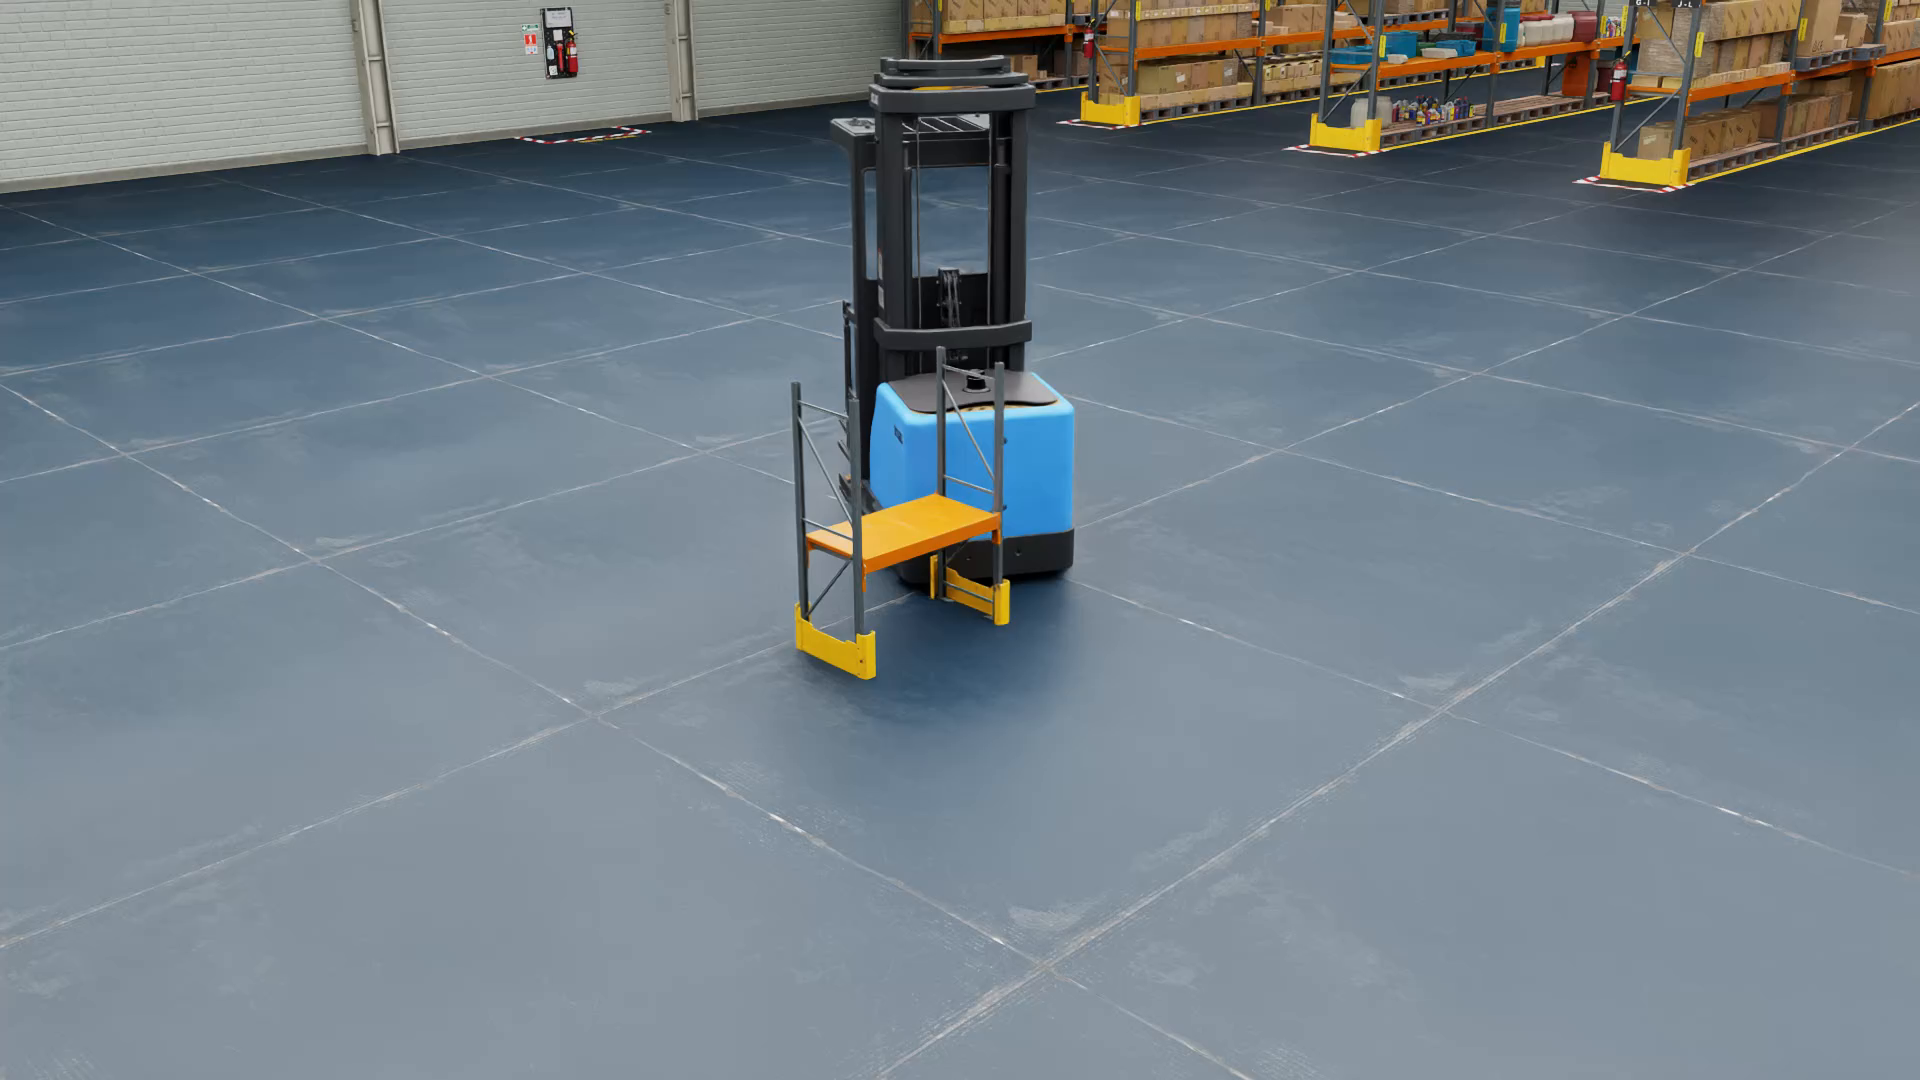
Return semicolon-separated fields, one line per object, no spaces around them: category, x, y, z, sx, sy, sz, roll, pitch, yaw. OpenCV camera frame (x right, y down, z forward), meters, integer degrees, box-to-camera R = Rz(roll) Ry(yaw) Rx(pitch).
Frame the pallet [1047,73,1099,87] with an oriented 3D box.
pallet;2.548;-10.253;36.955;1.003;0.211;1.213;19;28;41

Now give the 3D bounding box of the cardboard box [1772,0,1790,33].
cardboard box;12.189;-7.973;25.190;0.500;0.500;0.500;19;28;41

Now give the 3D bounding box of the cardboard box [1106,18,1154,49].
cardboard box;3.369;-9.428;30.576;1.326;0.649;0.781;-19;28;-40

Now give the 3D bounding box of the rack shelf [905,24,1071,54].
rack shelf;0.611;-10.504;34.724;1.077;0.370;4.000;19;28;41

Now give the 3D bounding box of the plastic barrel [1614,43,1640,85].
plastic barrel;13.800;-9.829;34.307;0.600;0.901;0.708;19;28;41

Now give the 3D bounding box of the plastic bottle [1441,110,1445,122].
plastic bottle;8.324;-7.325;28.739;0.097;0.201;0.097;0;21;0

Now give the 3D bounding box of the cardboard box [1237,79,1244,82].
cardboard box;5.640;-9.206;33.594;0.500;0.250;0.500;19;28;40

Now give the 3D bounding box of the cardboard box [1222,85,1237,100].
cardboard box;5.035;-8.727;32.347;0.500;0.250;0.500;19;28;41

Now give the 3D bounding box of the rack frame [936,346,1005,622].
rack frame;0.053;-0.301;9.267;0.032;1.500;0.500;-19;28;-40

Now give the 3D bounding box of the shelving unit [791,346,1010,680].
shelving unit;-0.307;-0.177;8.944;1.083;1.500;0.587;-19;28;-40

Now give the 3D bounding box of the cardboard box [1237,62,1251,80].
cardboard box;5.635;-9.465;33.484;0.500;0.311;0.500;19;28;41

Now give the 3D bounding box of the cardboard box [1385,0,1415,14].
cardboard box;9.482;-11.763;36.273;0.500;0.500;0.700;-14;25;-32

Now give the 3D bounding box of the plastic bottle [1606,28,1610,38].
plastic bottle;12.597;-9.888;32.396;0.097;0.201;0.097;0;21;0

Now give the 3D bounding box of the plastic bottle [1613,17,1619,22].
plastic bottle;13.444;-10.611;34.173;0.152;0.276;0.135;19;28;41

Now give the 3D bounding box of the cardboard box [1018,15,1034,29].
cardboard box;1.200;-10.836;34.768;0.500;0.250;0.500;19;28;40

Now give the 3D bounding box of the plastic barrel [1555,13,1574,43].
plastic barrel;11.330;-9.637;31.310;0.421;0.512;0.421;0;21;0

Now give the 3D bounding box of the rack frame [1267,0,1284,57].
rack frame;7.587;-13.410;41.283;1.000;3.000;0.127;19;28;41

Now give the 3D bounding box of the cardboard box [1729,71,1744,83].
cardboard box;11.348;-6.864;24.602;0.380;0.149;0.250;19;28;41

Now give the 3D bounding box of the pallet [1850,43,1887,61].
pallet;15.023;-8.363;28.420;1.213;0.211;1.003;19;28;41

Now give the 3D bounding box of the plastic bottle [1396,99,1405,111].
plastic bottle;7.686;-7.534;29.073;0.185;0.351;0.144;-19;28;-40

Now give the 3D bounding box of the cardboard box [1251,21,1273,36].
cardboard box;5.870;-10.182;33.094;0.500;0.250;0.500;-18;27;-39

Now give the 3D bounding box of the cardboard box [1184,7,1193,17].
cardboard box;4.093;-9.815;30.885;0.380;0.149;0.250;19;28;40

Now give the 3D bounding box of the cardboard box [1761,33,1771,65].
cardboard box;11.921;-7.600;25.613;0.875;0.500;0.500;19;28;41

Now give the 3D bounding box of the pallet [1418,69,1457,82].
pallet;10.599;-10.651;37.991;1.003;0.211;1.213;19;28;41

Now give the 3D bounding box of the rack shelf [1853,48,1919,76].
rack shelf;16.839;-8.841;30.398;1.077;0.370;4.000;19;28;41

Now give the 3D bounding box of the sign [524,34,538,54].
sign;-7.312;-8.454;28.339;0.001;0.329;0.234;19;28;41

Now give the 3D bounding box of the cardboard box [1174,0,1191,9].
cardboard box;3.853;-10.136;30.816;0.700;0.500;0.500;19;28;41

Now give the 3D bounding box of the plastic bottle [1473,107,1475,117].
plastic bottle;9.075;-7.602;29.459;0.097;0.201;0.097;0;21;0

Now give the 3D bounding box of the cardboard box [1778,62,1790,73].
cardboard box;12.714;-7.388;25.966;0.380;0.149;0.250;19;28;41

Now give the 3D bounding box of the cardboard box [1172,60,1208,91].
cardboard box;4.349;-8.816;31.533;0.500;0.500;0.500;19;28;41

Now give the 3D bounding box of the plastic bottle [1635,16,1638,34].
plastic bottle;13.510;-10.306;33.276;0.144;0.351;0.185;19;28;41

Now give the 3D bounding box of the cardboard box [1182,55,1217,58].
cardboard box;4.667;-9.206;32.547;0.500;0.500;0.500;19;28;41

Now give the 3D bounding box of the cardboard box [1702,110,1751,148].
cardboard box;11.951;-6.422;26.000;0.500;0.500;0.500;-11;23;-25

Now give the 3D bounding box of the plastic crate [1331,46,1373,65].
plastic crate;6.449;-7.980;27.363;0.499;0.251;0.616;19;28;41

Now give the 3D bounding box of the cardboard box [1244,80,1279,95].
cardboard box;6.017;-9.069;33.236;0.500;0.250;0.500;18;28;39

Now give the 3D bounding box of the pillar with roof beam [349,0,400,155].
pillar with roof beam;-6.202;-9.360;22.384;9.100;9.000;0.400;19;28;41

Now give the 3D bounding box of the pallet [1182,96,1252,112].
pallet;4.973;-8.619;32.705;1.003;0.211;1.213;19;28;41

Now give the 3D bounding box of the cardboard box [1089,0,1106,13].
cardboard box;2.781;-11.870;36.523;0.500;0.500;0.700;-17;27;-37

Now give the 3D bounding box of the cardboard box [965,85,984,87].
cardboard box;0.161;-9.578;34.446;0.500;0.311;0.500;-17;27;-38

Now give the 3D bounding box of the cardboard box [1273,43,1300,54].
cardboard box;8.182;-12.606;42.089;0.700;0.500;0.500;20;29;41

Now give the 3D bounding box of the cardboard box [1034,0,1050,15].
cardboard box;1.554;-11.314;34.966;0.500;0.500;0.500;19;28;40

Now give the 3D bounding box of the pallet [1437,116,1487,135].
pallet;8.606;-7.410;29.560;1.003;0.211;1.213;19;28;41

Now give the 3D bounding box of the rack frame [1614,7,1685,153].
rack frame;9.865;-6.605;23.579;0.949;2.616;0.053;19;28;41

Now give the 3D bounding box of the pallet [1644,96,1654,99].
pallet;14.117;-9.441;34.843;1.003;0.211;1.213;19;28;41

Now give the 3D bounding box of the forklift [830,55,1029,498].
forklift;-0.190;-1.610;10.678;1.121;2.935;3.031;-5;22;-14

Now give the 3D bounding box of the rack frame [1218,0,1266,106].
rack frame;5.558;-10.115;32.710;1.000;3.000;0.127;19;28;41

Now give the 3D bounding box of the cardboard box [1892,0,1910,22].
cardboard box;16.422;-9.528;29.646;0.637;0.503;0.797;-19;28;-41

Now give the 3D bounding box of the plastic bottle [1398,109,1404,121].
plastic bottle;7.676;-7.394;28.918;0.097;0.201;0.097;0;21;0

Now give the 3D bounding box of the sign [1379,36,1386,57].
sign;6.705;-7.836;26.396;0.100;0.325;0.005;19;28;41

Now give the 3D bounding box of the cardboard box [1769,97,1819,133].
cardboard box;13.833;-7.087;27.704;0.700;0.500;0.500;16;26;36
